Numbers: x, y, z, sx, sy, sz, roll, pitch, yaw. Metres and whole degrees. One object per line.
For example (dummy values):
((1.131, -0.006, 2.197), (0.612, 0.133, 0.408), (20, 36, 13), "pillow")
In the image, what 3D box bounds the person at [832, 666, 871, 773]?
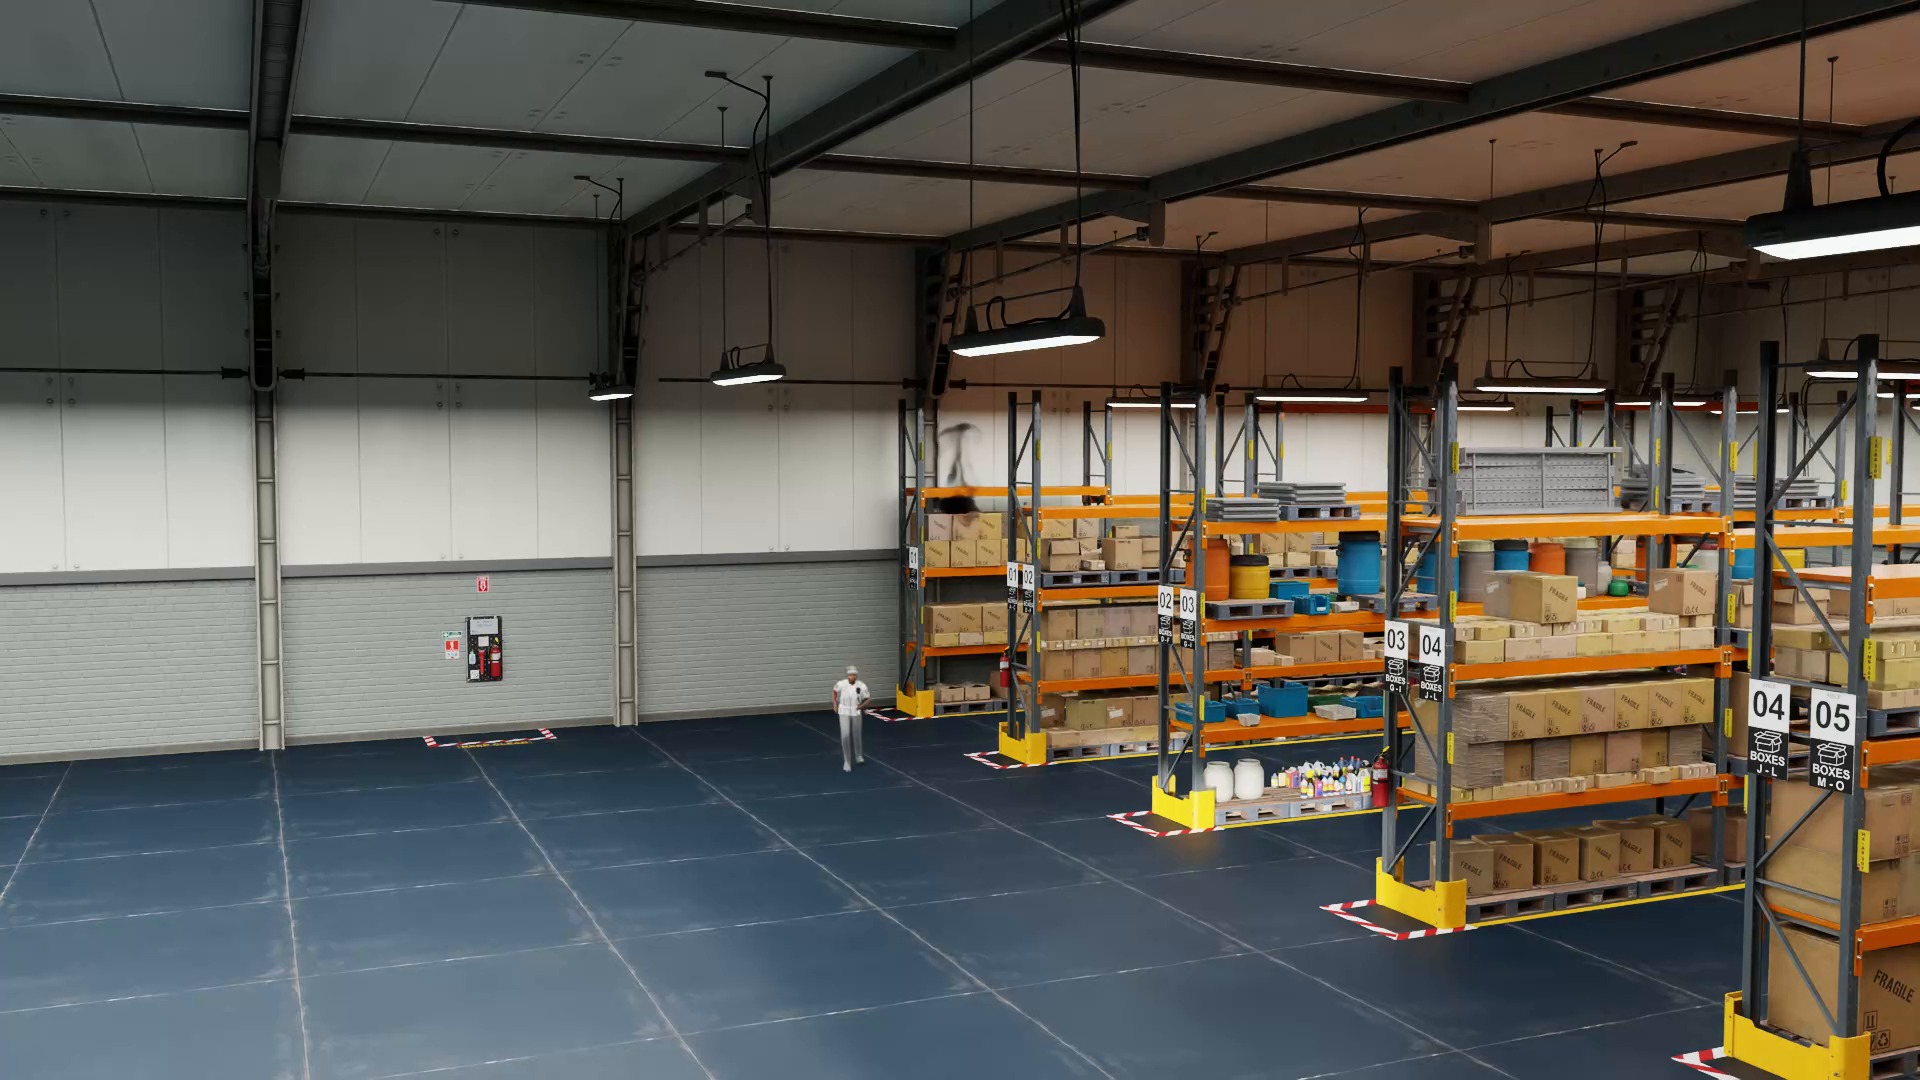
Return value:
((-1.721, 2.803, 26.392), (0.616, 1.683, 0.794), (0, 3, -3), "person")
